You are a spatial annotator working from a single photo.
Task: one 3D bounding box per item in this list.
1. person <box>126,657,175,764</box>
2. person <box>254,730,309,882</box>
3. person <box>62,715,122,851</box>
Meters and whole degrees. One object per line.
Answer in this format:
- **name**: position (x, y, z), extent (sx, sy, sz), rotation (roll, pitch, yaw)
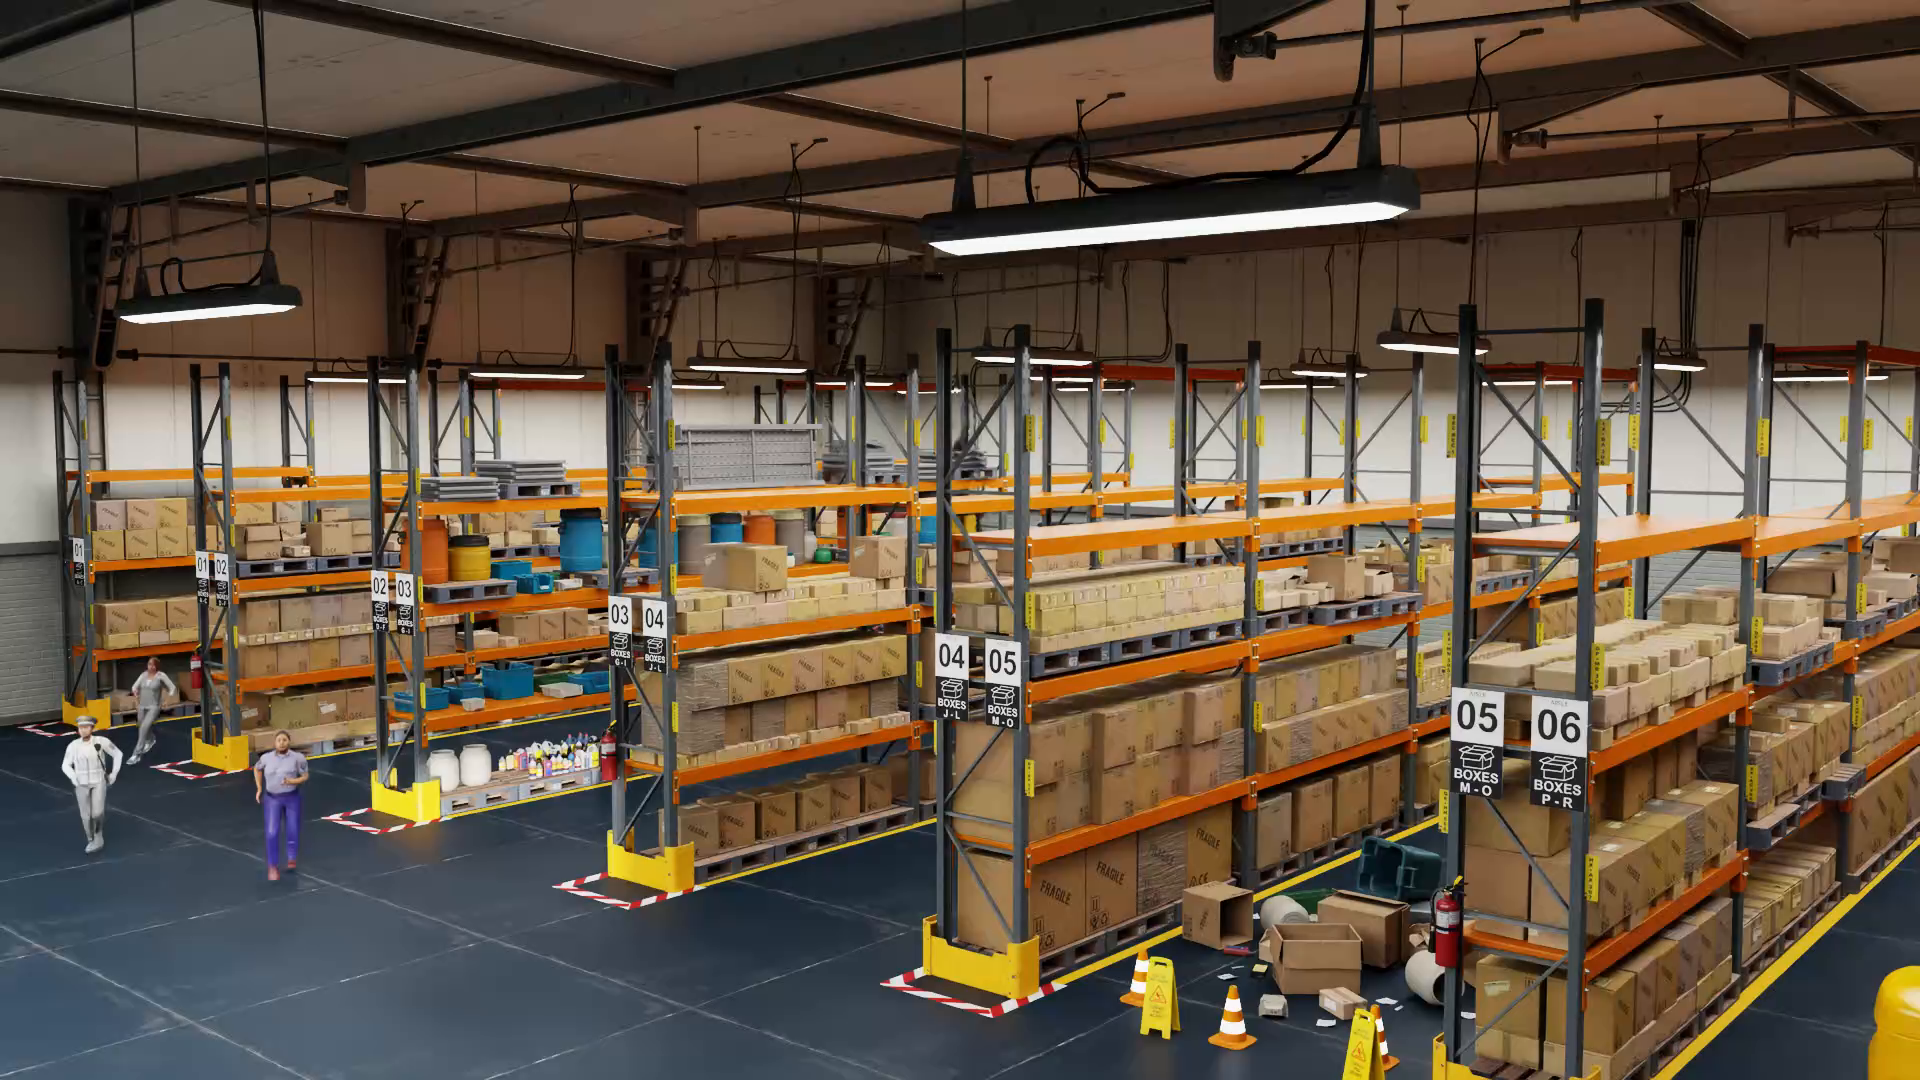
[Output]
- **person**: position (-12.263, 2.551, 25.194), extent (0.605, 1.568, 0.876), rotation (0, 4, 3)
- **person**: position (-7.662, 2.997, 18.810), extent (0.577, 1.698, 0.720), rotation (-2, 4, -23)
- **person**: position (-10.344, 2.905, 19.798), extent (0.629, 1.656, 0.575), rotation (-1, 4, -18)
